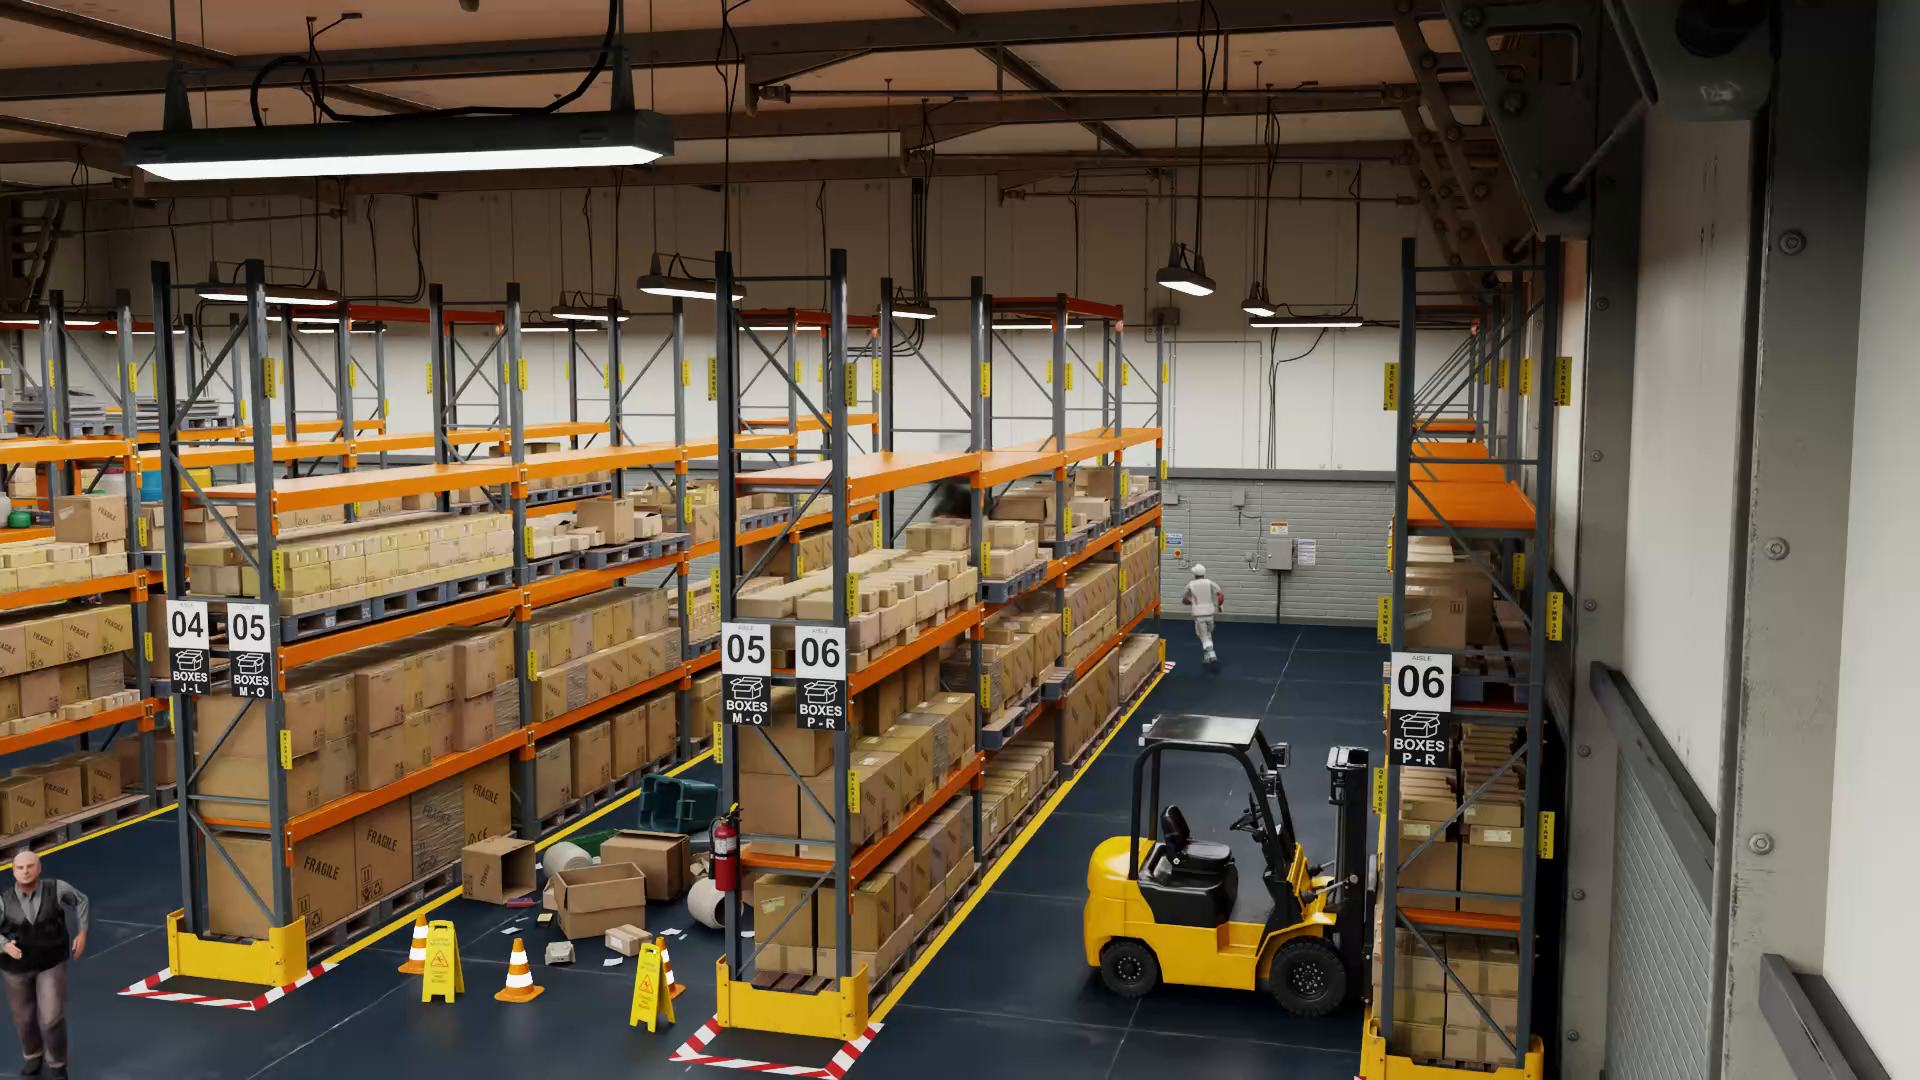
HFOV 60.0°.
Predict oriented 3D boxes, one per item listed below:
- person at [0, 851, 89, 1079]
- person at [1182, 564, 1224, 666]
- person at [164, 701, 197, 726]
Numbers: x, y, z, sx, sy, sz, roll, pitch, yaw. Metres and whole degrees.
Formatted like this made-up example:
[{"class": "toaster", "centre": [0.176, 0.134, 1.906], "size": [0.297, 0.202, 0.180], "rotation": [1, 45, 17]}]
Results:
[{"class": "person", "centre": [-6.574, 3.125, 11.852], "size": [0.668, 1.709, 0.730], "rotation": [-3, 7, -25]}, {"class": "person", "centre": [4.116, 1.296, 28.270], "size": [0.691, 1.785, 0.861], "rotation": [-1, 6, -7]}, {"class": "person", "centre": [-11.033, 1.831, 23.514], "size": [0.587, 1.741, 0.808], "rotation": [0, 6, 1]}]
